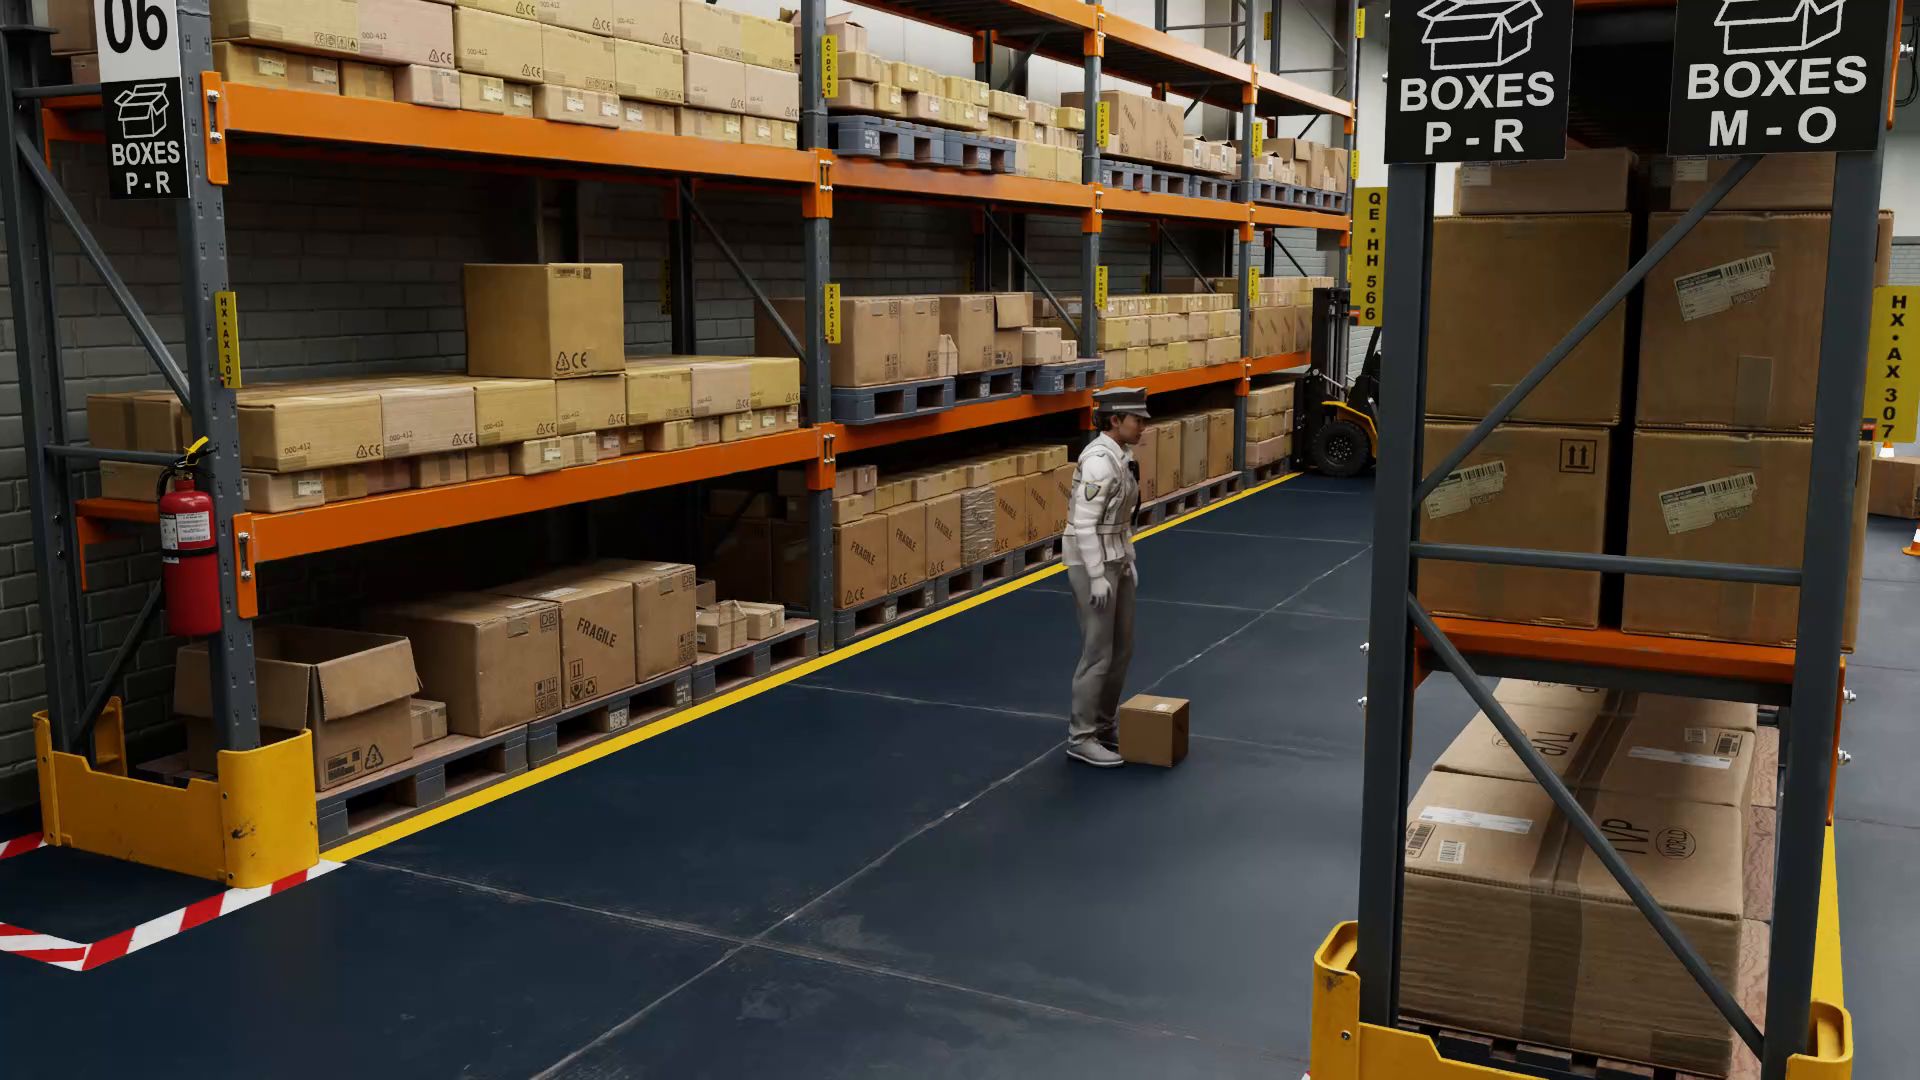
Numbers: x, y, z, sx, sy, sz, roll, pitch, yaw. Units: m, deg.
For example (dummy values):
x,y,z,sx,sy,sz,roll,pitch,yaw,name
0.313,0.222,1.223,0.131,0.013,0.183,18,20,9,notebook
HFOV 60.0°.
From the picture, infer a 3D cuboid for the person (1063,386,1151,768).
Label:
x,y,z,sx,sy,sz,roll,pitch,yaw,name
0.652,0.148,7.439,0.356,1.665,0.461,4,10,24,person
